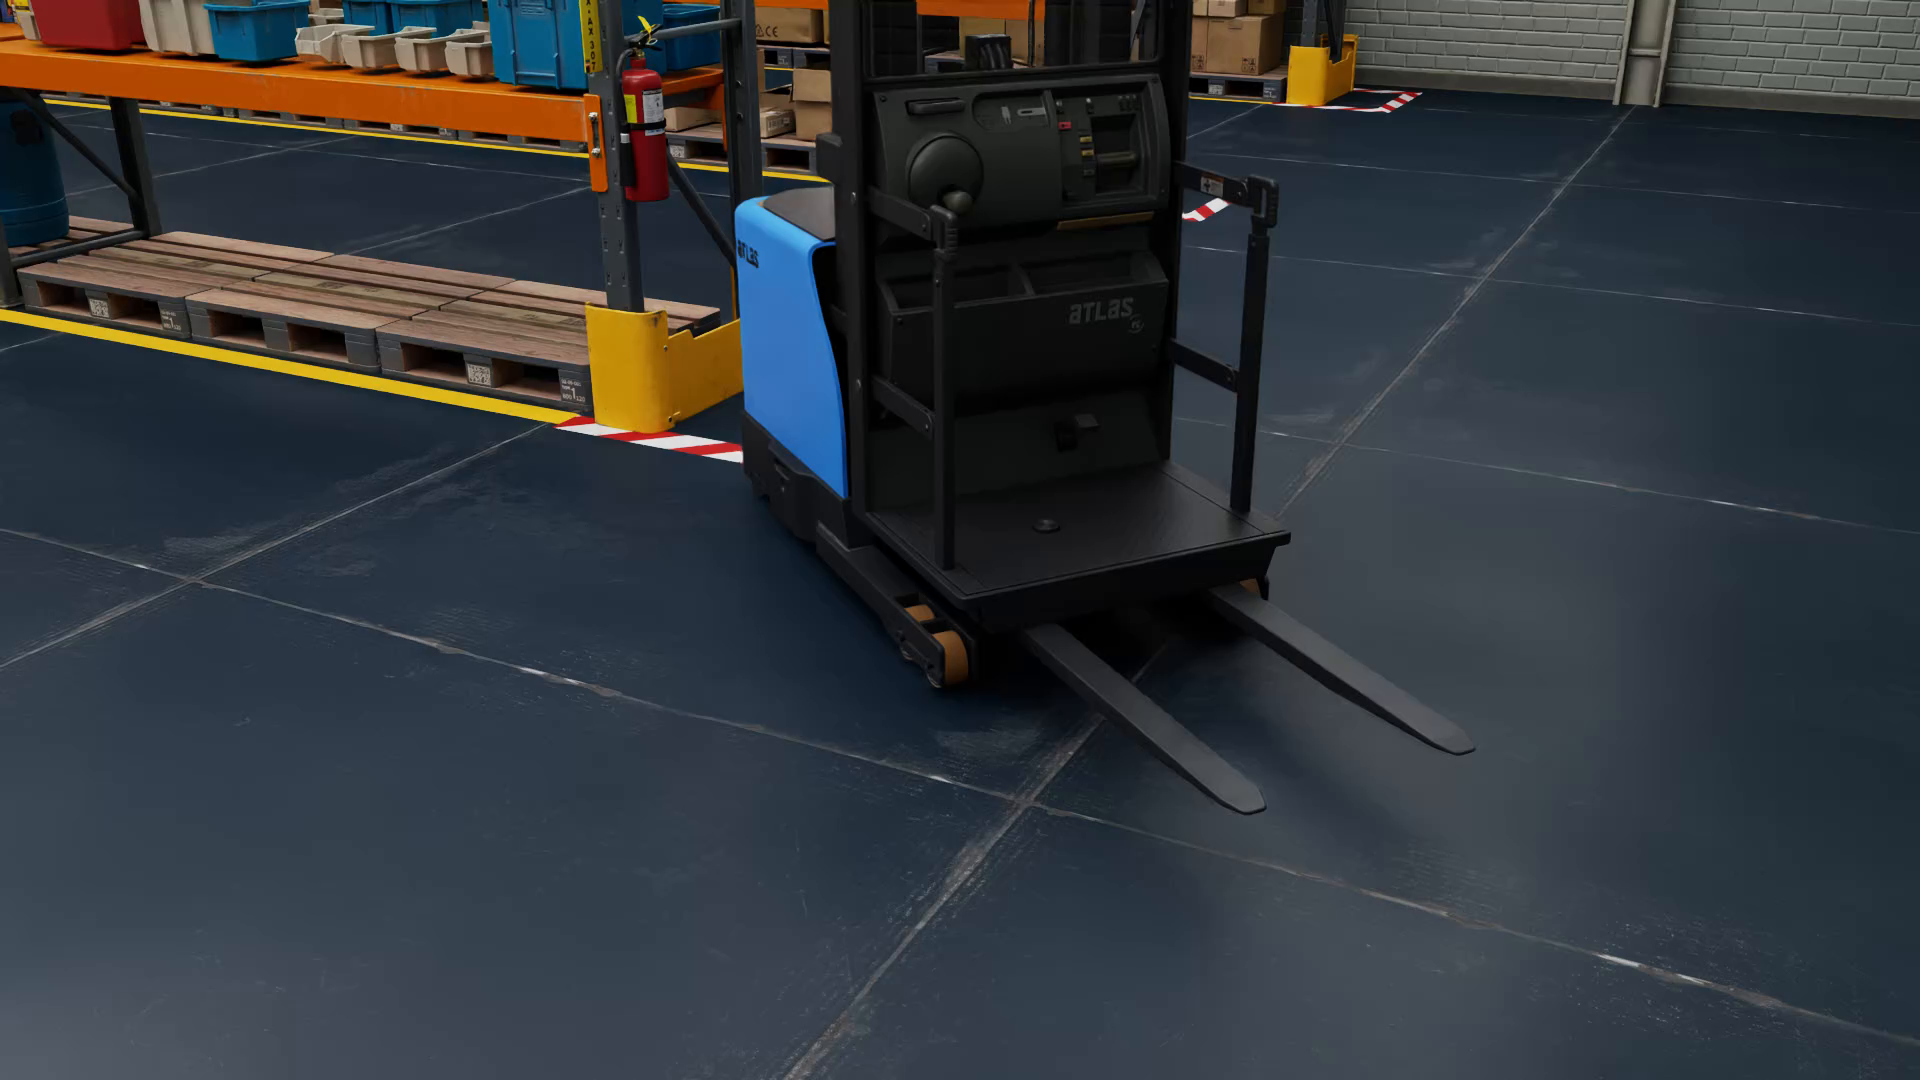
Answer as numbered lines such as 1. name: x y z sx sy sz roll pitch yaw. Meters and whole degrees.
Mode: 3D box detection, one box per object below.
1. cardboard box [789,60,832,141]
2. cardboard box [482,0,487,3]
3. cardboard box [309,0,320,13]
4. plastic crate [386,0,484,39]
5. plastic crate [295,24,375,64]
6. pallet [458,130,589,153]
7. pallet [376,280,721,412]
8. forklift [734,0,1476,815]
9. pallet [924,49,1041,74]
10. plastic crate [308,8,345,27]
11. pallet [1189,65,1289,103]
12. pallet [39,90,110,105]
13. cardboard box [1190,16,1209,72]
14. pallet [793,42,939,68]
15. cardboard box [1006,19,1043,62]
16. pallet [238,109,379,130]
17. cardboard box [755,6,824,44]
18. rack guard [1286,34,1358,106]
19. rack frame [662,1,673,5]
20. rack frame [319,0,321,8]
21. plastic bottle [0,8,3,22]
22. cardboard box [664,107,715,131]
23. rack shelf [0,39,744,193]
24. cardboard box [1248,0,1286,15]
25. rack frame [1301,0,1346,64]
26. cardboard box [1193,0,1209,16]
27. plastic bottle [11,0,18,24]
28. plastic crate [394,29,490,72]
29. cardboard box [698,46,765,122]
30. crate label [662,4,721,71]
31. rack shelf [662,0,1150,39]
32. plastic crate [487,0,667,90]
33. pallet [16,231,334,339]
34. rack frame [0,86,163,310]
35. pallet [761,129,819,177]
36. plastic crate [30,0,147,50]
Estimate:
1. cardboard box: -0.801 -3.197 12.063 0.637 0.503 0.797 11 25 25
2. cardboard box: -4.142 -4.306 13.717 0.500 0.250 0.500 11 25 24
3. cardboard box: -7.879 -6.600 20.494 0.250 0.166 0.380 8 24 18
4. plastic crate: -2.395 -2.380 7.650 0.300 0.233 0.416 11 25 25
5. plastic crate: -2.742 -2.168 7.274 0.250 0.136 0.298 11 25 25
6. pallet: -3.223 -3.321 13.289 1.213 0.211 1.003 11 25 25
7. pallet: -1.867 -0.914 7.629 1.213 0.211 1.003 11 25 25
8. forklift: 0.288 -1.119 4.636 1.130 2.935 3.031 -11 25 -23
9. pallet: 0.395 -4.759 16.672 1.213 0.211 1.003 11 25 25
10. plastic crate: -3.029 -2.448 7.934 0.466 0.136 0.293 11 25 25
11. pallet: 2.573 -4.329 15.659 1.213 0.211 1.003 11 25 25
12. pallet: -7.851 -4.272 15.524 1.213 0.211 1.003 11 25 25
13. cardboard box: 2.205 -4.718 15.668 0.500 0.500 0.700 11 25 24
14. pallet: -0.971 -5.031 17.310 1.213 0.211 1.003 11 25 25
15. cardboard box: 0.820 -4.990 16.307 0.500 0.500 0.700 11 25 24
16. pallet: -5.400 -3.752 14.302 1.213 0.211 1.003 11 25 25
17. cardboard box: -1.682 -5.634 17.374 0.750 0.750 0.750 12 26 26
18. rack guard: 3.343 -4.343 15.324 0.348 0.500 1.175 11 25 25
19. rack frame: -2.480 -4.474 12.436 0.127 3.000 1.000 11 25 25
20. rack frame: -7.388 -7.617 19.828 0.127 3.000 1.000 11 25 25
21. plastic bottle: -5.286 -2.967 9.051 0.135 0.276 0.152 11 25 25
22. cardboard box: -2.203 -3.289 12.525 0.500 0.311 0.500 11 25 25
23. rack shelf: -2.933 -2.060 7.680 4.000 0.370 1.077 11 25 25
24. cardboard box: 2.853 -4.976 15.446 0.250 0.149 0.380 11 26 25
25. rack frame: 3.321 -5.498 14.845 0.127 3.000 1.000 11 25 25
26. cardboard box: 2.226 -4.932 15.343 0.250 0.149 0.380 12 26 26
27. plastic bottle: -5.083 -2.904 9.000 0.097 0.201 0.097 0 23 0
28. plastic crate: -2.210 -2.081 7.071 0.243 0.136 0.396 11 25 25
29. cardboard box: -1.844 -3.524 12.836 0.500 0.500 0.500 11 25 25
30. crate label: -1.220 -2.147 7.103 0.303 0.233 0.416 11 25 25
31. rack shelf: -0.695 -3.789 11.747 4.000 0.370 1.077 11 25 25
32. plastic crate: -1.532 -2.076 6.676 0.499 0.435 0.616 11 25 25
33. pallet: -4.045 -1.345 8.642 1.213 0.211 1.003 11 25 25
34. rack frame: -4.718 -2.744 8.370 0.127 3.000 1.000 11 25 25
35. pallet: -0.775 -2.854 12.191 1.213 0.211 1.003 11 25 25
36. plastic crate: -4.035 -2.556 7.769 0.583 0.464 0.402 11 25 25
